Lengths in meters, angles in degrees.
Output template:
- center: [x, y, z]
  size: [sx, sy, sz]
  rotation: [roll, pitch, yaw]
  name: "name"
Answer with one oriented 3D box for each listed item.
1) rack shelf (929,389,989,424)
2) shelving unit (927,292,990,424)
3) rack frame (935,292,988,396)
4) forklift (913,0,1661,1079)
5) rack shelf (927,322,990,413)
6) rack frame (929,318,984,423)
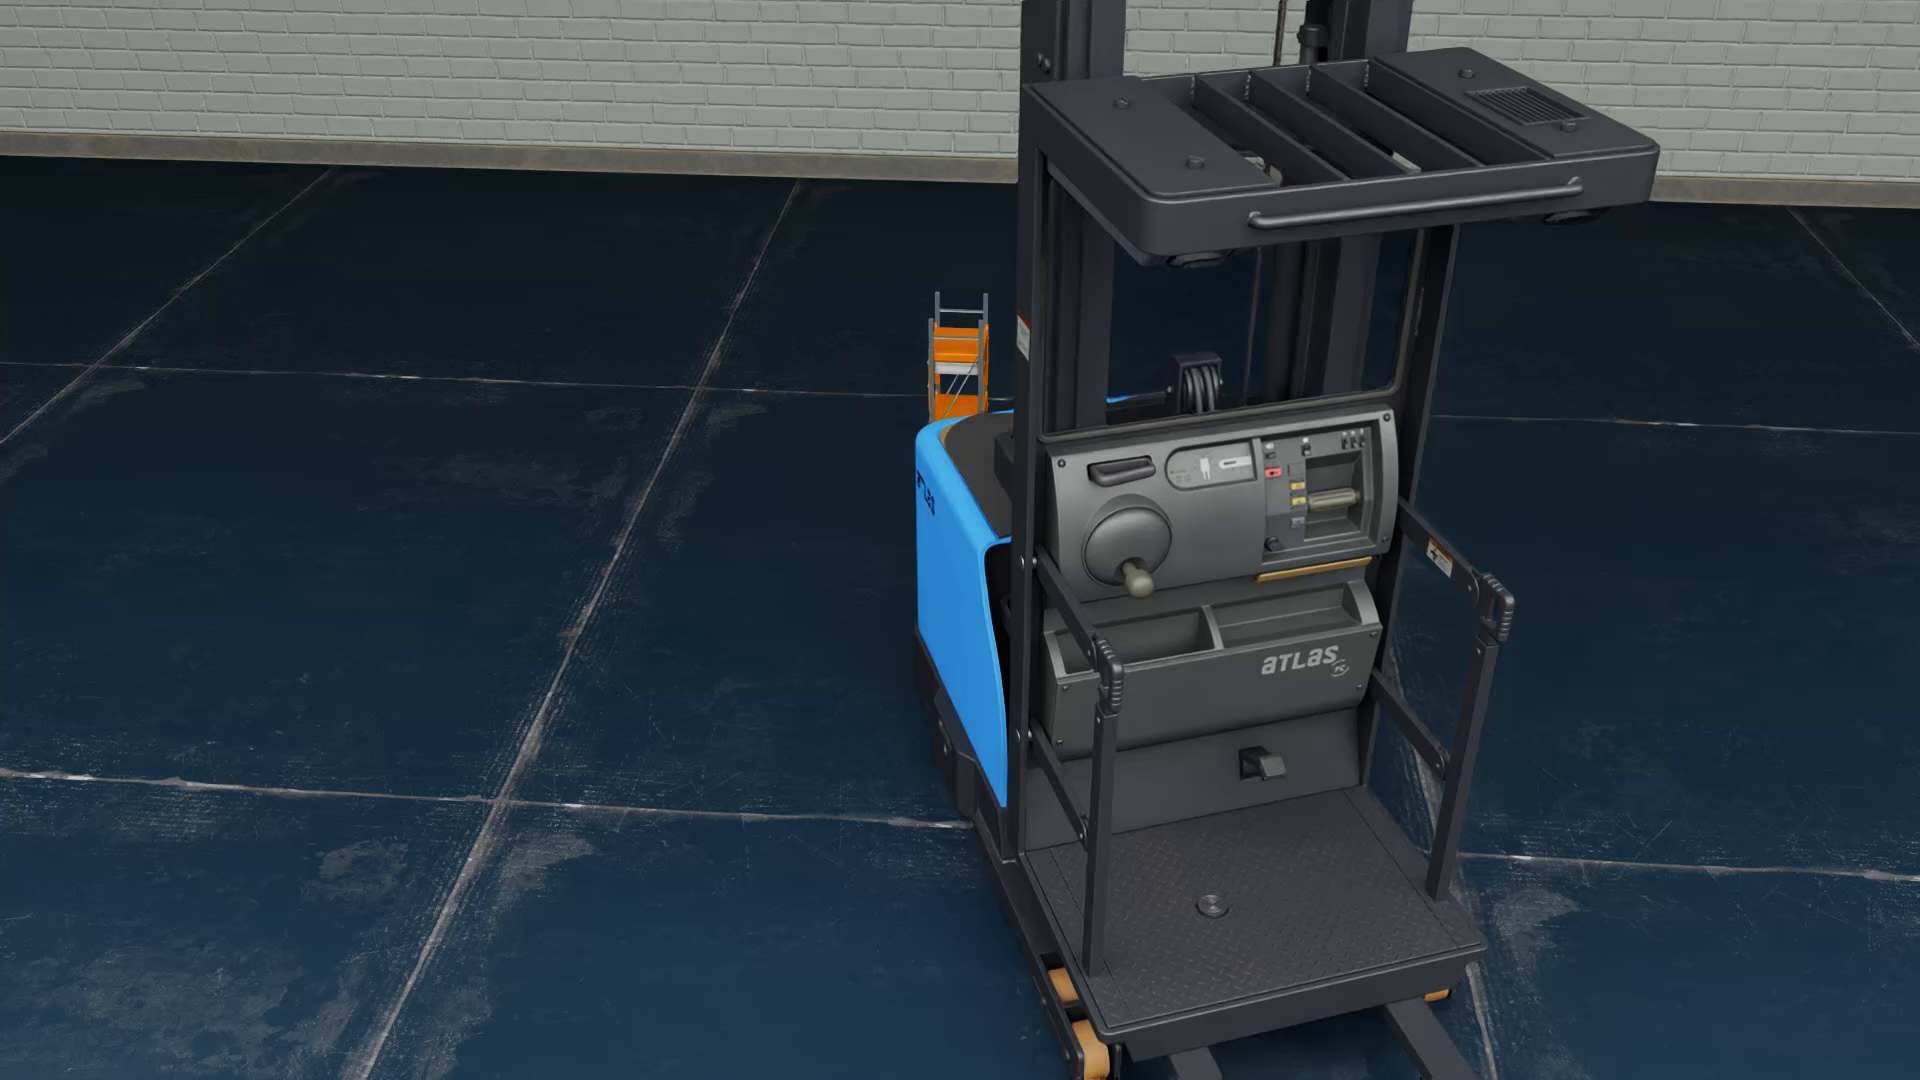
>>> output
- center: [-0.004, -0.410, 6.435]
  size: [0.215, 0.259, 0.240]
  rotation: [2, 32, 4]
  name: "rack shelf"
- center: [-0.004, -0.419, 6.429]
  size: [0.215, 1.050, 0.252]
  rotation: [2, 32, 4]
  name: "shelving unit"
- center: [0.006, -0.483, 6.533]
  size: [0.200, 1.050, 0.008]
  rotation: [2, 32, 4]
  name: "rack frame"
- center: [0.738, -0.042, 4.024]
  size: [1.130, 2.935, 3.031]
  rotation: [-9, 33, -14]
  name: "forklift"
- center: [-0.004, -0.652, 6.286]
  size: [0.215, 0.259, 0.240]
  rotation: [2, 32, 4]
  name: "rack shelf"
- center: [-0.014, -0.355, 6.326]
  size: [0.200, 1.050, 0.008]
  rotation: [2, 32, 4]
  name: "rack frame"
